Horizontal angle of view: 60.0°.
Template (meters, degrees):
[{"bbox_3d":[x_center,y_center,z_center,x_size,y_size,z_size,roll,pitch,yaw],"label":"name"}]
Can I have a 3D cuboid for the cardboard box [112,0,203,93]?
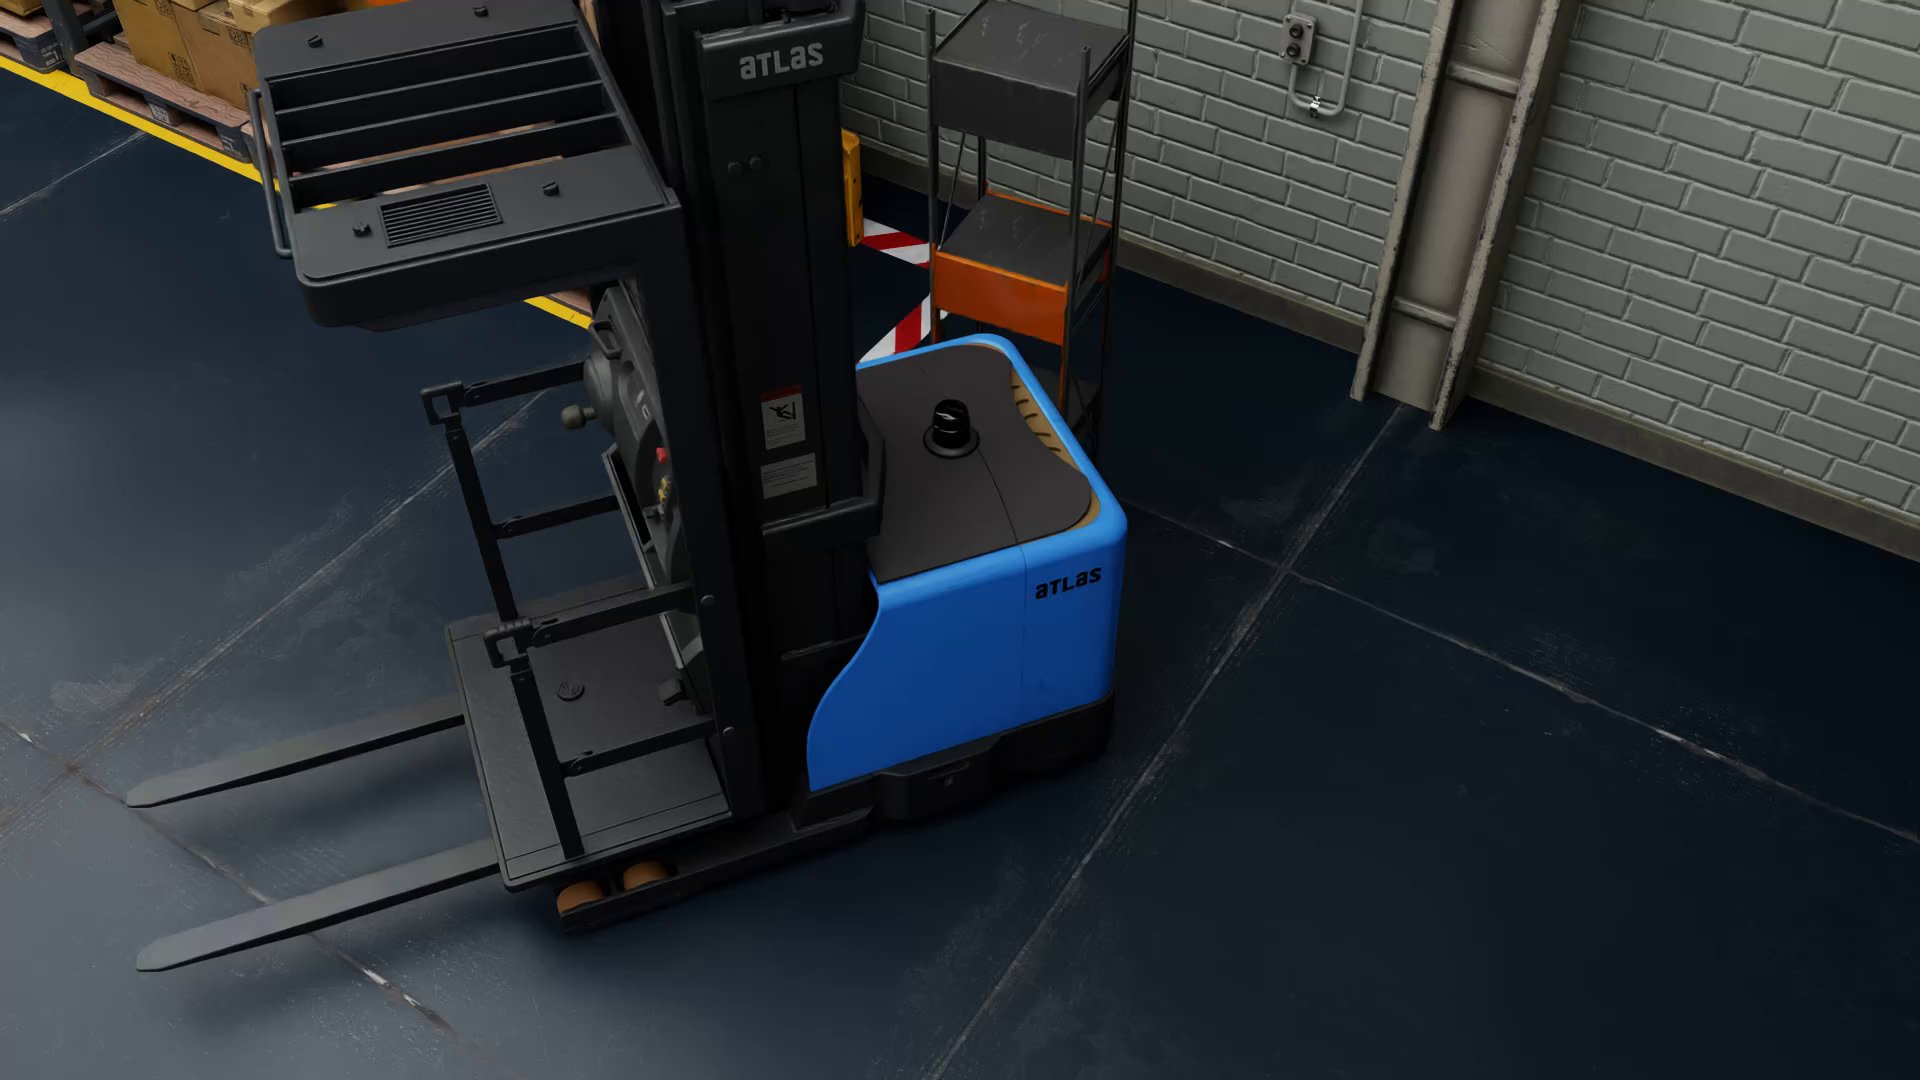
[{"bbox_3d":[-3.686,-2.645,8.179,0.500,0.500,0.700,25,51,23],"label":"cardboard box"}]

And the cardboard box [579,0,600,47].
[{"bbox_3d":[-1.328,-2.469,6.348,0.700,0.700,0.980,27,52,24],"label":"cardboard box"}]

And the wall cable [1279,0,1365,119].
[{"bbox_3d":[0.695,-2.602,5.979,1.851,1.984,0.084,25,51,22],"label":"wall cable"}]

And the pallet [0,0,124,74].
[{"bbox_3d":[-4.950,-3.003,9.021,1.213,0.211,1.003,25,51,22],"label":"pallet"}]

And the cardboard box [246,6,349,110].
[{"bbox_3d":[-2.834,-2.249,7.794,0.500,0.500,0.700,26,51,23],"label":"cardboard box"}]

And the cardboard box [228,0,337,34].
[{"bbox_3d":[-3.057,-2.427,7.514,0.250,0.149,0.380,23,50,21],"label":"cardboard box"}]

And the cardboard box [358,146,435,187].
[{"bbox_3d":[-2.381,-2.047,7.597,0.500,0.500,0.700,23,50,21],"label":"cardboard box"}]

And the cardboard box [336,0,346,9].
[{"bbox_3d":[-2.822,-2.645,7.726,0.250,0.149,0.380,25,51,22],"label":"cardboard box"}]

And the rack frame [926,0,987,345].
[{"bbox_3d":[-0.006,-0.917,5.677,0.015,2.100,0.400,19,49,18],"label":"rack frame"}]

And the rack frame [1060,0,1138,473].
[{"bbox_3d":[0.433,-0.765,5.529,0.015,2.100,0.400,19,49,18],"label":"rack frame"}]

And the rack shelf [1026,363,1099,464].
[{"bbox_3d":[0.213,-0.344,6.115,0.480,0.518,0.431,19,49,18],"label":"rack shelf"}]

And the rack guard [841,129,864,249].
[{"bbox_3d":[-0.873,-1.292,7.157,0.348,0.500,1.175,25,51,22],"label":"rack guard"}]

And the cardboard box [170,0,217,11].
[{"bbox_3d":[-3.496,-2.629,7.711,0.250,0.149,0.380,26,51,23],"label":"cardboard box"}]

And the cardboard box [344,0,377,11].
[{"bbox_3d":[-2.604,-2.545,7.629,0.250,0.149,0.380,24,50,21],"label":"cardboard box"}]

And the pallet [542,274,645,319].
[{"bbox_3d":[-1.608,-1.463,7.525,1.213,0.211,1.003,25,51,22],"label":"pallet"}]

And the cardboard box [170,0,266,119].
[{"bbox_3d":[-3.265,-2.449,7.988,0.500,0.500,0.700,24,51,22],"label":"cardboard box"}]

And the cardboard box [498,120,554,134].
[{"bbox_3d":[-1.743,-1.824,6.929,0.250,0.149,0.380,24,51,22],"label":"cardboard box"}]

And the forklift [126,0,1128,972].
[{"bbox_3d":[-1.064,-0.258,4.457,3.031,2.935,1.130,-16,48,-15],"label":"forklift"}]

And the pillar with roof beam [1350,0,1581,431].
[{"bbox_3d":[-0.478,-1.141,1.084,0.400,9.000,9.100,25,51,22],"label":"pillar with roof beam"}]

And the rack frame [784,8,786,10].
[{"bbox_3d":[-0.893,-2.173,6.270,0.127,3.000,1.000,25,51,22],"label":"rack frame"}]

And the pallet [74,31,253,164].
[{"bbox_3d":[-3.662,-2.408,8.443,1.213,0.211,1.003,25,51,22],"label":"pallet"}]

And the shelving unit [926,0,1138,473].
[{"bbox_3d":[0.213,-0.841,5.603,0.503,2.100,0.431,19,49,18],"label":"shelving unit"}]

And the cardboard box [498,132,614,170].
[{"bbox_3d":[-1.536,-1.659,7.220,0.500,0.500,0.700,25,51,22],"label":"cardboard box"}]

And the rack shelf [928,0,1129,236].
[{"bbox_3d":[0.213,-1.320,5.111,0.480,0.518,0.431,19,49,18],"label":"rack shelf"}]

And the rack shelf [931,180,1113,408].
[{"bbox_3d":[0.213,-0.832,5.613,0.480,0.518,0.431,19,49,18],"label":"rack shelf"}]

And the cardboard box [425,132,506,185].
[{"bbox_3d":[-1.958,-1.852,7.409,0.500,0.500,0.700,25,51,22],"label":"cardboard box"}]

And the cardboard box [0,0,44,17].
[{"bbox_3d":[-4.878,-3.292,8.563,0.750,0.750,0.750,25,51,23],"label":"cardboard box"}]

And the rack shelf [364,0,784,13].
[{"bbox_3d":[-2.577,-2.696,7.280,4.000,0.370,1.077,25,51,22],"label":"rack shelf"}]

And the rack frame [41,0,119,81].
[{"bbox_3d":[-4.260,-3.721,7.775,0.127,3.000,1.000,25,51,22],"label":"rack frame"}]

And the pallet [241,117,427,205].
[{"bbox_3d":[-2.631,-1.936,7.984,1.213,0.211,1.003,25,51,22],"label":"pallet"}]
